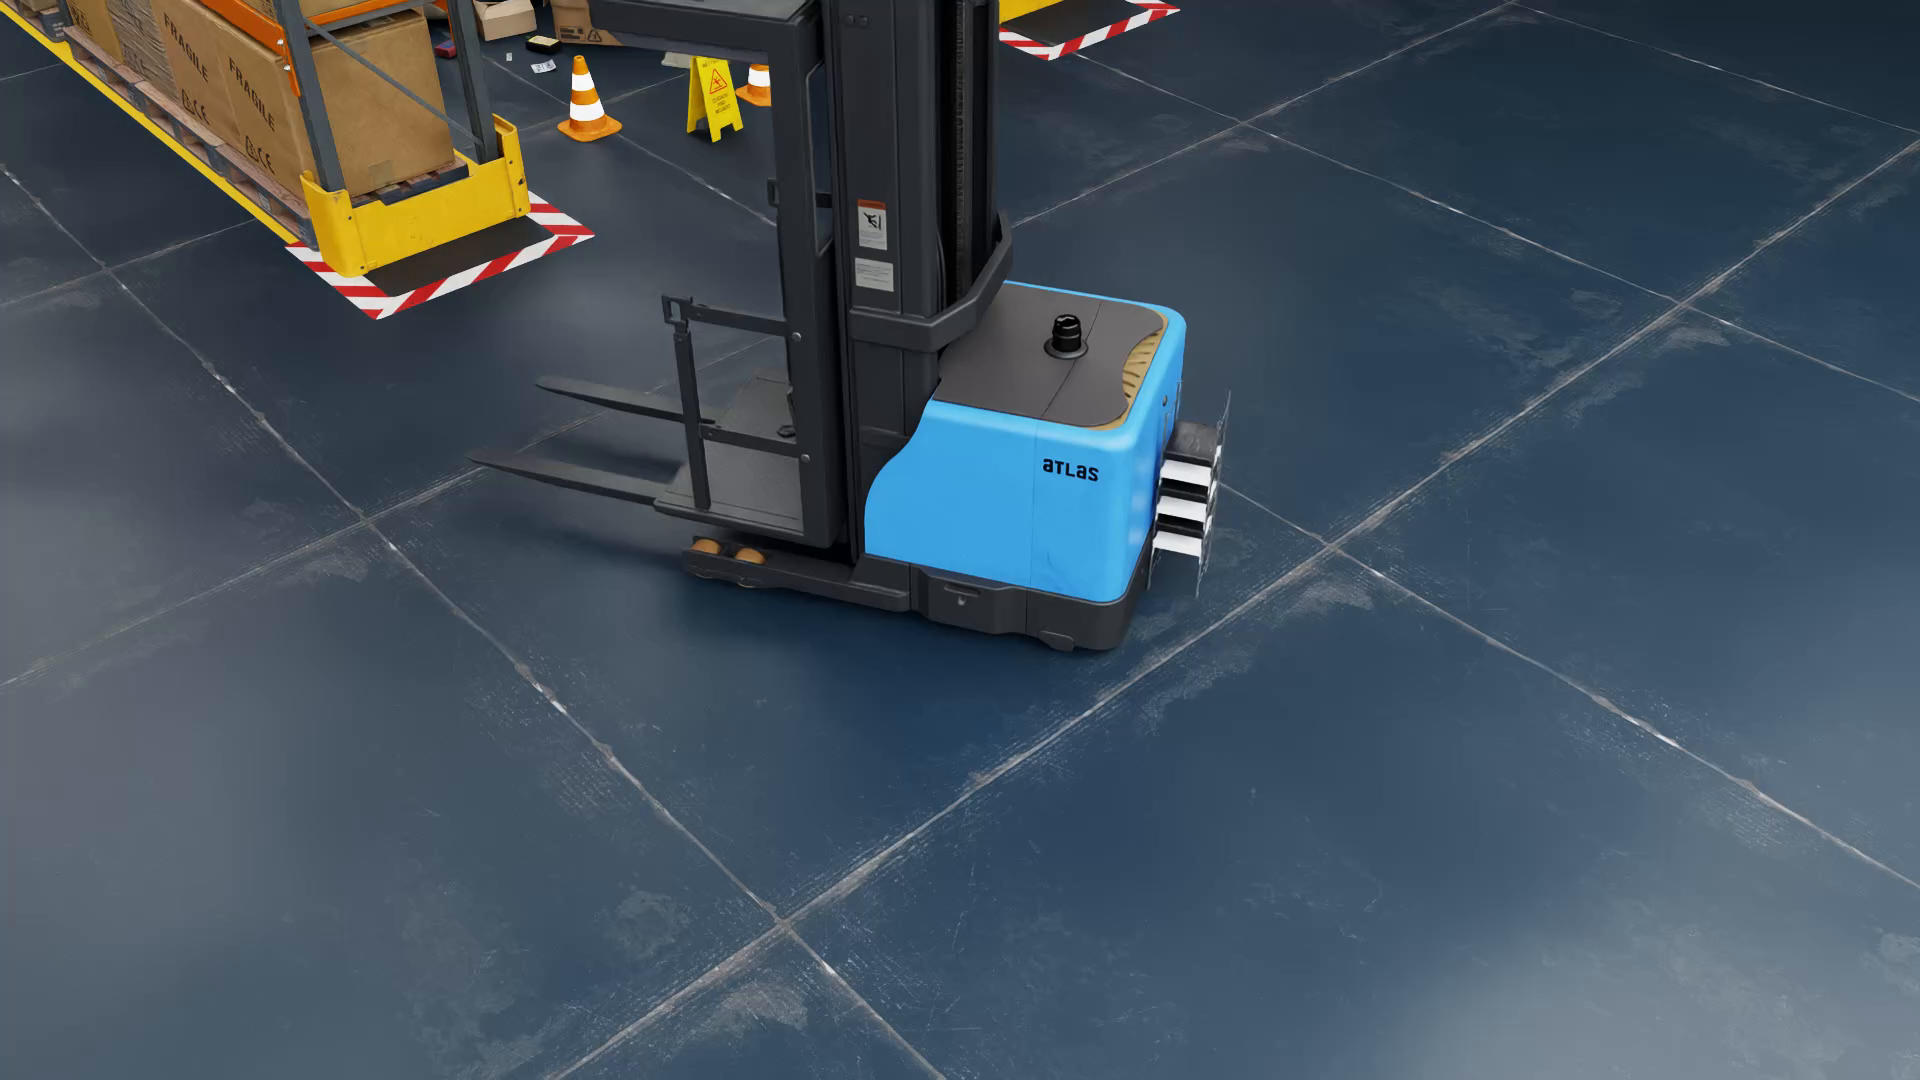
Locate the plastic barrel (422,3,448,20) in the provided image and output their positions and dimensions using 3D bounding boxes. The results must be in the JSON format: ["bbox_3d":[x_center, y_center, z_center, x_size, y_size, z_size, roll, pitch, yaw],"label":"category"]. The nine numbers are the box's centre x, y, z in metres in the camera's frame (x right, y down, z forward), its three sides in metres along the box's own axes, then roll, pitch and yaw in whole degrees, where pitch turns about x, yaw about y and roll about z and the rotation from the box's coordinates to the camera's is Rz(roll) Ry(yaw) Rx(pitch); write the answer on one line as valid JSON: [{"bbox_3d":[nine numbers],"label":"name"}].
[{"bbox_3d":[-3.823,-3.885,11.724,0.512,0.421,0.421,-2,39,-2],"label":"plastic barrel"}]

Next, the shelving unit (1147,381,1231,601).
[{"bbox_3d":[0.927,-0.189,6.767,0.210,0.900,0.258,12,40,14],"label":"shelving unit"}]

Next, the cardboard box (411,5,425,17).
[{"bbox_3d":[-3.914,-3.507,11.192,0.500,0.500,0.500,-22,44,-25],"label":"cardboard box"}]

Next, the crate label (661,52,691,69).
[{"bbox_3d":[-1.843,-3.305,11.234,0.298,0.136,0.250,11,40,13],"label":"crate label"}]

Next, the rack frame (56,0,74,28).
[{"bbox_3d":[-5.720,-4.761,10.757,1.000,3.000,0.127,-30,48,-32],"label":"rack frame"}]

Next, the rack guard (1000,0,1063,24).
[{"bbox_3d":[0.512,-4.123,11.957,1.175,0.500,0.348,-30,48,-32],"label":"rack guard"}]

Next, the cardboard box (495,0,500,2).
[{"bbox_3d":[-3.128,-4.308,12.075,0.797,0.637,0.503,-30,48,-32],"label":"cardboard box"}]

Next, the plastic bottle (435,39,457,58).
[{"bbox_3d":[-3.454,-3.389,11.398,0.133,0.061,0.283,18,42,21],"label":"plastic bottle"}]

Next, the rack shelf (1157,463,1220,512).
[{"bbox_3d":[0.927,-0.233,6.731,0.200,0.077,0.258,12,40,14],"label":"rack shelf"}]

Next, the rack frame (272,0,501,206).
[{"bbox_3d":[-3.015,-2.910,8.465,1.000,3.000,0.127,-30,48,-32],"label":"rack frame"}]

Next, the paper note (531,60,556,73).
[{"bbox_3d":[-2.796,-3.182,11.167,0.144,0.017,0.142,-15,41,-17],"label":"paper note"}]

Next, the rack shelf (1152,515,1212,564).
[{"bbox_3d":[0.925,-0.024,6.901,0.200,0.077,0.258,12,40,14],"label":"rack shelf"}]

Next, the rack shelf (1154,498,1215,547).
[{"bbox_3d":[0.926,-0.093,6.844,0.200,0.077,0.258,12,40,14],"label":"rack shelf"}]

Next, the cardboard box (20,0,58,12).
[{"bbox_3d":[-6.206,-4.298,11.641,1.050,0.750,0.750,-30,48,-32],"label":"cardboard box"}]

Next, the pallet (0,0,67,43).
[{"bbox_3d":[-6.297,-4.001,12.036,1.003,0.211,1.213,-30,48,-32],"label":"pallet"}]

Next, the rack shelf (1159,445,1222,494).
[{"bbox_3d":[0.928,-0.303,6.674,0.200,0.077,0.258,12,40,14],"label":"rack shelf"}]

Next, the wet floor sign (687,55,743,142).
[{"bbox_3d":[-1.537,-2.822,10.230,0.232,0.644,0.267,26,45,28],"label":"wet floor sign"}]

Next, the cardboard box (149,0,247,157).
[{"bbox_3d":[-4.119,-2.938,9.858,0.875,0.875,0.875,-31,48,-32],"label":"cardboard box"}]

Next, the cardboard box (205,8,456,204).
[{"bbox_3d":[-3.522,-2.532,9.355,0.875,0.875,0.875,-30,47,-32],"label":"cardboard box"}]

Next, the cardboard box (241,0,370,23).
[{"bbox_3d":[-3.299,-3.120,8.607,0.875,0.550,0.550,-30,48,-32],"label":"cardboard box"}]

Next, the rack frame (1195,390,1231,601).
[{"bbox_3d":[1.023,-0.169,6.742,0.006,0.900,0.240,12,40,14],"label":"rack frame"}]

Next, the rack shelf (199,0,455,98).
[{"bbox_3d":[-4.367,-3.555,9.837,1.077,0.370,4.000,-30,48,-32],"label":"rack shelf"}]

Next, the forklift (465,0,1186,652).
[{"bbox_3d":[-0.651,-1.240,6.453,3.031,2.935,1.130,12,40,14],"label":"forklift"}]

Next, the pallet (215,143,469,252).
[{"bbox_3d":[-3.613,-2.162,9.758,1.003,0.211,1.213,-30,48,-32],"label":"pallet"}]

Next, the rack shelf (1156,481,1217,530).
[{"bbox_3d":[0.927,-0.163,6.788,0.200,0.077,0.258,12,40,14],"label":"rack shelf"}]

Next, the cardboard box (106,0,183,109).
[{"bbox_3d":[-4.734,-3.361,10.381,0.875,0.875,0.875,-30,47,-31],"label":"cardboard box"}]

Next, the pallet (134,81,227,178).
[{"bbox_3d":[-4.434,-2.726,10.457,1.003,0.211,1.213,-30,48,-32],"label":"pallet"}]

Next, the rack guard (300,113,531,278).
[{"bbox_3d":[-2.998,-1.926,9.237,1.175,0.500,0.348,-30,48,-32],"label":"rack guard"}]

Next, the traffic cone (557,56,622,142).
[{"bbox_3d":[-2.328,-2.772,10.314,0.336,0.463,0.334,-30,48,-32],"label":"traffic cone"}]

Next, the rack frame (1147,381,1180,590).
[{"bbox_3d":[0.830,-0.210,6.791,0.006,0.900,0.240,12,40,14],"label":"rack frame"}]

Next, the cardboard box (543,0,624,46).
[{"bbox_3d":[-2.490,-3.826,11.586,0.637,0.503,0.797,5,39,6],"label":"cardboard box"}]

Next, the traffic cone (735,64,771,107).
[{"bbox_3d":[-1.266,-3.095,10.714,0.336,0.463,0.334,-30,48,-32],"label":"traffic cone"}]

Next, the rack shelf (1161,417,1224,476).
[{"bbox_3d":[0.929,-0.373,6.618,0.200,0.077,0.258,12,40,14],"label":"rack shelf"}]

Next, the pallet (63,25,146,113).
[{"bbox_3d":[-5.263,-3.291,11.157,1.003,0.211,1.213,-30,48,-32],"label":"pallet"}]

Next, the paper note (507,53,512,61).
[{"bbox_3d":[-3.067,-3.287,11.312,0.032,0.001,0.123,-8,40,-10],"label":"paper note"}]

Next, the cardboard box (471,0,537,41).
[{"bbox_3d":[-3.201,-3.684,11.601,0.396,0.266,0.258,-22,44,-25],"label":"cardboard box"}]

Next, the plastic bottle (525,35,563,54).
[{"bbox_3d":[-2.884,-3.406,11.419,0.283,0.061,0.133,18,42,21],"label":"plastic bottle"}]

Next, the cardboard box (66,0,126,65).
[{"bbox_3d":[-5.346,-3.777,10.896,0.875,0.875,0.875,-29,47,-31],"label":"cardboard box"}]
